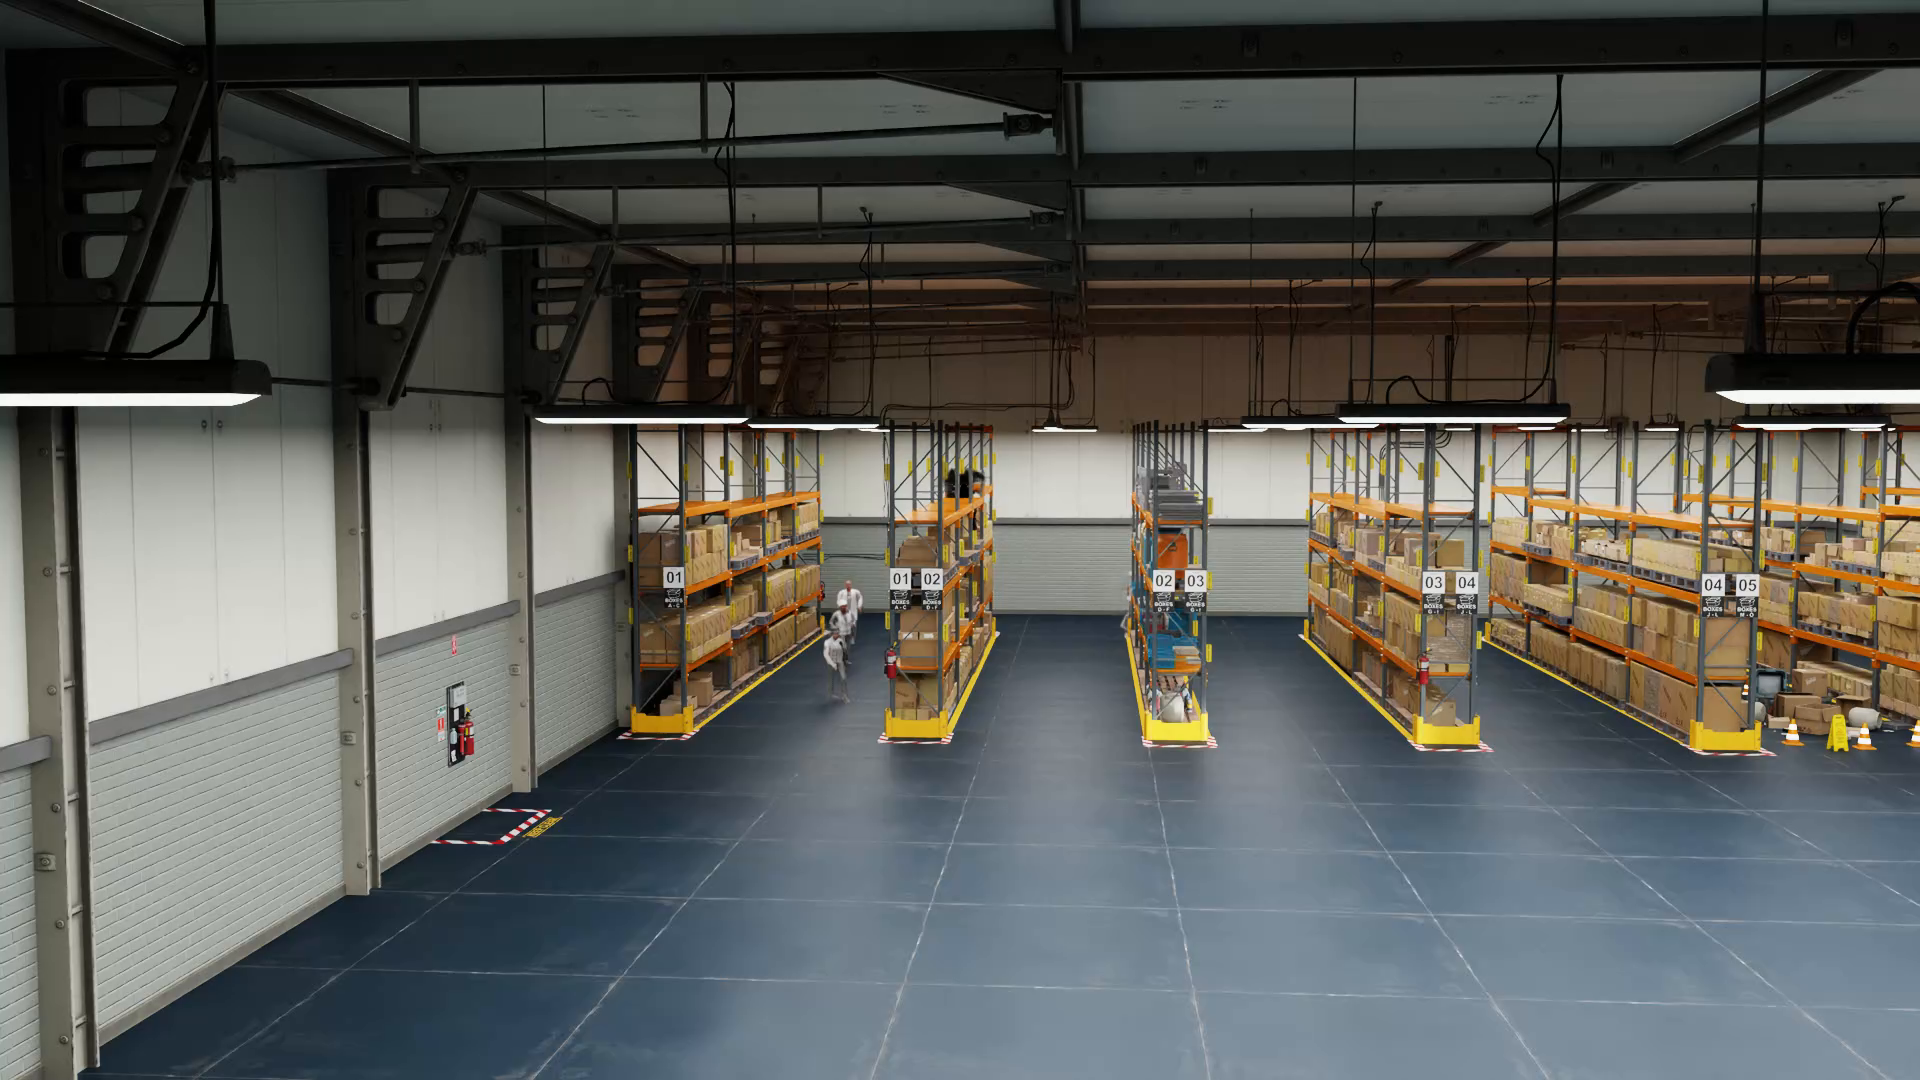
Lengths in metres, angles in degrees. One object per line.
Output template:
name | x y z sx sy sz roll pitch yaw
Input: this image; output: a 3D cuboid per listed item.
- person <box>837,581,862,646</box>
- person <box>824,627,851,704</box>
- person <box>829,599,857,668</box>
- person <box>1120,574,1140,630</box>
person | -3.011 1.987 45.149 0.663 1.780 0.849 0 4 3
person | -2.677 2.686 35.647 0.545 1.694 0.806 -1 4 -19
person | -2.826 2.314 40.917 0.658 1.740 0.827 -3 5 -38
person | 5.124 1.765 48.168 1.007 1.761 0.658 1 4 16
